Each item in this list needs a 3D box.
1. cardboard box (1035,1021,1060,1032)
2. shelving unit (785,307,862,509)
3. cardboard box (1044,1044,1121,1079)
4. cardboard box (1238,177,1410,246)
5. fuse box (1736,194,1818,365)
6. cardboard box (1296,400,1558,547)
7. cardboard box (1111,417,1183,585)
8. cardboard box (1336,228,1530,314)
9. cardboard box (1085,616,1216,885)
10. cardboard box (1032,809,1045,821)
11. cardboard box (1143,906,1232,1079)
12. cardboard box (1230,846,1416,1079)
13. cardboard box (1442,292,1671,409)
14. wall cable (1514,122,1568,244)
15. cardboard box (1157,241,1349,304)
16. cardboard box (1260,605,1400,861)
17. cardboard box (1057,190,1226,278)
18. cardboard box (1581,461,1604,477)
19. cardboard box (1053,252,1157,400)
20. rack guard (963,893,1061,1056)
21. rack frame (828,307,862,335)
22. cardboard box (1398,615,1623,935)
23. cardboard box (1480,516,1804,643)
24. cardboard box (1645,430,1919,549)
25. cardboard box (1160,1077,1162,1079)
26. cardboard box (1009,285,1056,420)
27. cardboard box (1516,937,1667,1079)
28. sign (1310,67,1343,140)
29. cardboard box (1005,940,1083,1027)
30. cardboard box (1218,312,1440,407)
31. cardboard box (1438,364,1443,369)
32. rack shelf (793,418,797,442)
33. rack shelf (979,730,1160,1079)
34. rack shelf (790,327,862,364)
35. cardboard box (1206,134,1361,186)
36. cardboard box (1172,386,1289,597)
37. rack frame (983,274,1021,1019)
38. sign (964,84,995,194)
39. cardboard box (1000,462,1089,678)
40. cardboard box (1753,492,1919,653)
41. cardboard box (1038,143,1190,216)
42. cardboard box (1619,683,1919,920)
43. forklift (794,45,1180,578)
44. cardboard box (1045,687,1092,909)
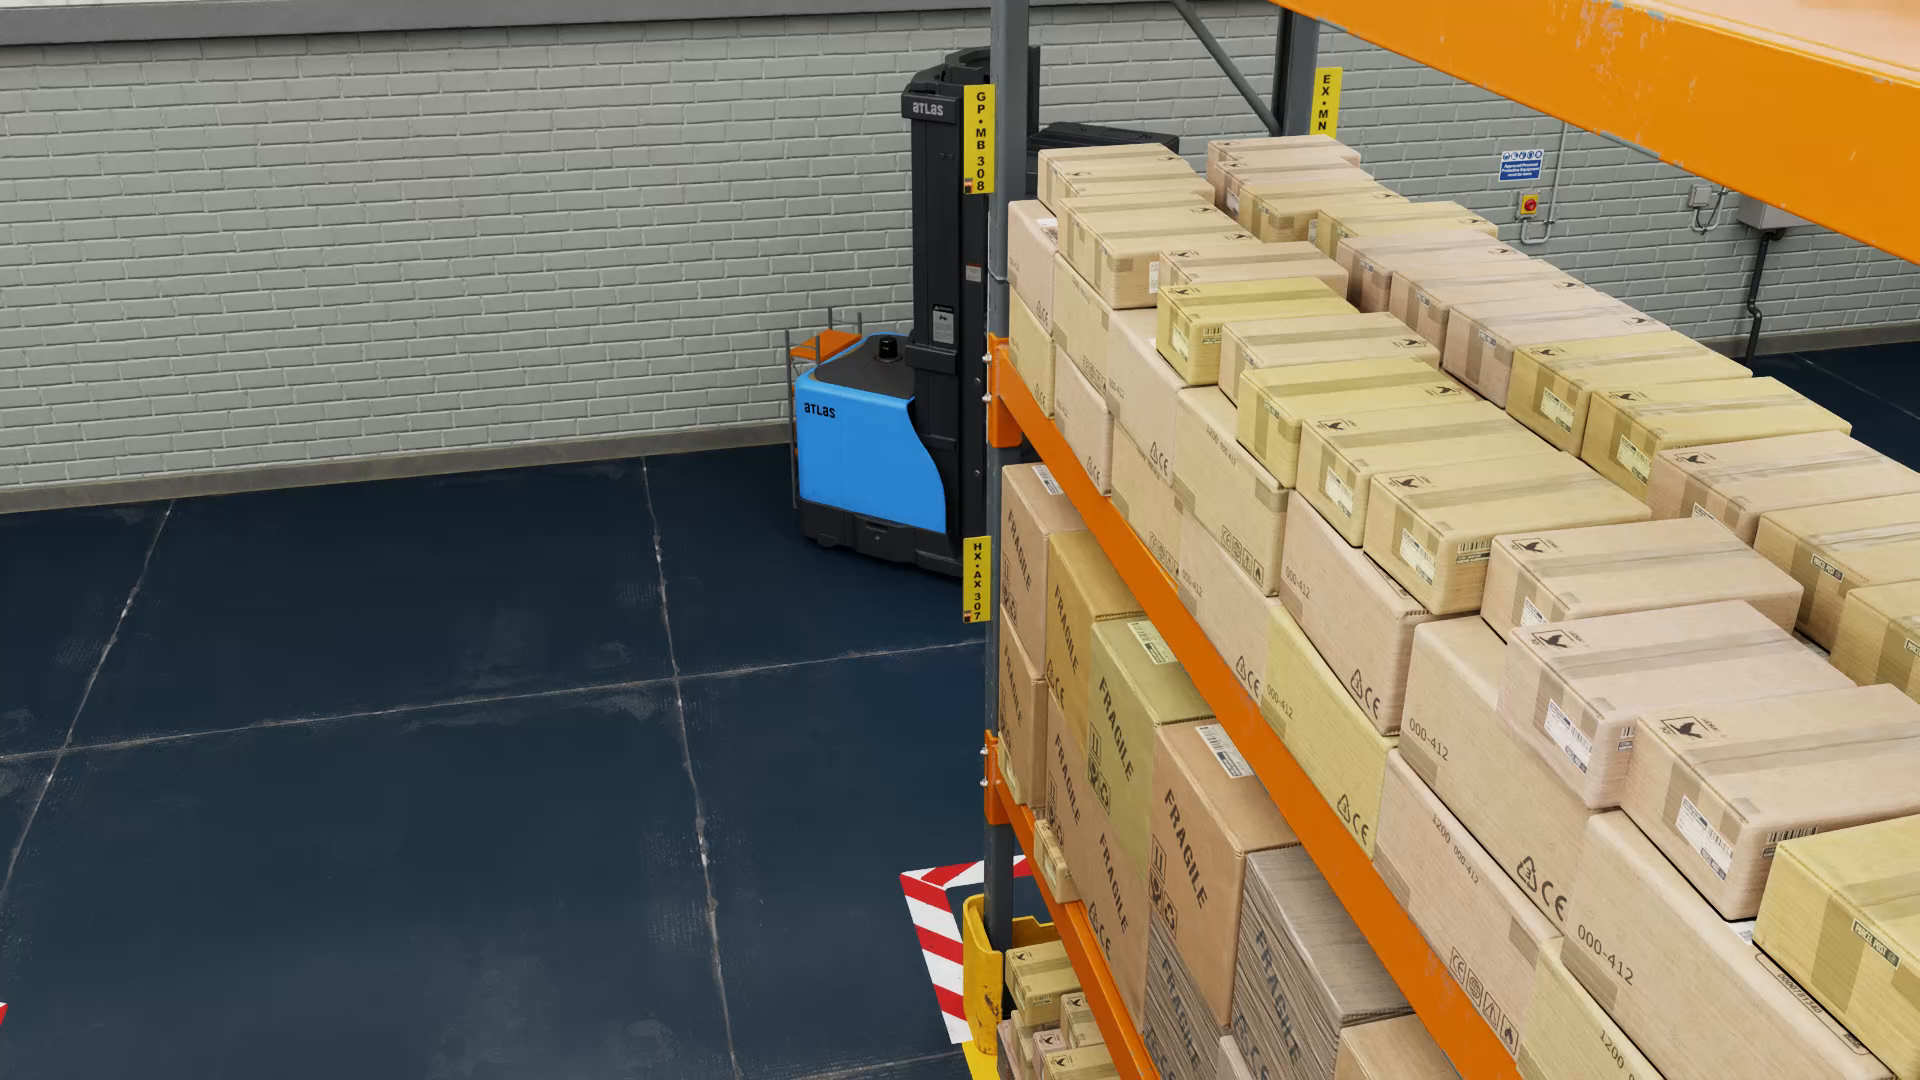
[{"bbox_3d":[0.458,1.676,5.968,0.380,0.149,0.250,-5,27,-9],"label":"cardboard box"},{"bbox_3d":[-0.841,-0.814,10.530,0.258,1.200,0.503,14,30,25],"label":"shelving unit"},{"bbox_3d":[0.489,1.784,5.423,0.380,0.149,0.250,-6,27,-12],"label":"cardboard box"},{"bbox_3d":[0.970,-0.859,4.462,0.380,0.149,0.250,-7,28,-13],"label":"cardboard box"},{"bbox_3d":[6.176,-2.126,12.564,0.539,1.711,0.414,-6,27,-12],"label":"fuse box"},{"bbox_3d":[0.838,-0.124,3.007,0.380,0.149,0.250,-6,27,-12],"label":"cardboard box"},{"bbox_3d":[0.686,-0.125,4.006,0.500,0.250,0.500,-7,28,-13],"label":"cardboard box"},{"bbox_3d":[1.134,-0.636,4.022,0.380,0.149,0.250,-7,28,-13],"label":"cardboard box"},{"bbox_3d":[0.648,0.520,4.341,0.500,0.500,0.500,-7,28,-13],"label":"cardboard box"},{"bbox_3d":[0.442,0.863,5.490,0.380,0.149,0.250,-5,27,-10],"label":"cardboard box"},{"bbox_3d":[0.787,1.187,4.128,0.500,0.500,0.500,-7,28,-13],"label":"cardboard box"},{"bbox_3d":[0.899,0.969,3.451,0.500,0.500,0.500,-5,27,-10],"label":"cardboard box"},{"bbox_3d":[1.277,-0.412,3.577,0.380,0.149,0.250,-7,28,-13],"label":"cardboard box"},{"bbox_3d":[4.097,-3.020,11.742,0.585,1.953,0.123,-6,27,-12],"label":"wall cable"},{"bbox_3d":[0.687,-0.591,3.932,0.380,0.149,0.250,-5,27,-10],"label":"cardboard box"},{"bbox_3d":[0.902,0.320,3.124,0.500,0.250,0.500,-6,27,-12],"label":"cardboard box"},{"bbox_3d":[0.471,-0.800,4.346,0.380,0.149,0.250,-6,27,-12],"label":"cardboard box"},{"bbox_3d":[1.409,0.051,3.102,0.500,0.250,0.500,-5,27,-11],"label":"cardboard box"},{"bbox_3d":[0.555,-0.579,4.352,0.500,0.250,0.500,-6,27,-12],"label":"cardboard box"},{"bbox_3d":[0.607,1.617,6.491,1.175,0.500,0.348,-6,27,-12],"label":"rack guard"},{"bbox_3d":[-0.726,-0.910,10.722,0.240,1.200,0.015,14,30,25],"label":"rack frame"},{"bbox_3d":[1.034,0.322,2.566,0.500,0.250,0.500,-7,28,-14],"label":"cardboard box"},{"bbox_3d":[1.045,0.096,2.572,0.380,0.149,0.250,-5,27,-10],"label":"cardboard box"},{"bbox_3d":[1.429,-0.059,2.879,0.380,0.149,0.250,-7,28,-13],"label":"cardboard box"},{"bbox_3d":[0.745,1.435,4.357,0.380,0.149,0.250,-5,27,-10],"label":"cardboard box"},{"bbox_3d":[0.442,-0.581,4.910,0.500,0.250,0.500,-5,27,-10],"label":"cardboard box"},{"bbox_3d":[1.118,0.764,2.246,0.500,0.250,0.500,-5,27,-10],"label":"cardboard box"},{"bbox_3d":[1.136,-1.314,5.213,0.100,0.325,0.005,-6,27,-12],"label":"sign"},{"bbox_3d":[0.377,1.552,5.884,0.380,0.149,0.250,-7,28,-14],"label":"cardboard box"},{"bbox_3d":[0.763,-0.355,3.465,0.380,0.149,0.250,-5,27,-10],"label":"cardboard box"},{"bbox_3d":[1.171,-0.402,3.999,0.500,0.250,0.500,-6,27,-11],"label":"cardboard box"},{"bbox_3d":[-0.841,-0.754,10.561,0.258,0.148,0.480,14,30,25],"label":"rack shelf"},{"bbox_3d":[1.041,1.667,4.417,1.077,0.370,4.000,-6,27,-12],"label":"rack shelf"},{"bbox_3d":[-0.841,-1.164,10.353,0.258,0.148,0.480,14,30,25],"label":"rack shelf"},{"bbox_3d":[0.952,-1.089,4.920,0.380,0.149,0.250,-6,27,-12],"label":"cardboard box"},{"bbox_3d":[0.772,-0.134,3.470,0.500,0.250,0.500,-7,28,-14],"label":"cardboard box"},{"bbox_3d":[0.590,0.468,5.994,1.000,3.000,0.127,-6,27,-12],"label":"rack frame"},{"bbox_3d":[0.062,-1.206,5.012,0.100,0.325,0.005,-6,27,-12],"label":"sign"},{"bbox_3d":[0.433,0.068,5.236,0.500,0.500,0.500,-6,27,-12],"label":"cardboard box"},{"bbox_3d":[1.507,0.052,2.658,0.380,0.149,0.250,-7,28,-13],"label":"cardboard box"},{"bbox_3d":[0.441,-1.040,4.822,0.380,0.149,0.250,-6,27,-12],"label":"cardboard box"},{"bbox_3d":[1.085,0.326,2.116,0.380,0.149,0.250,-5,27,-10],"label":"cardboard box"},{"bbox_3d":[0.554,-1.174,9.323,3.031,2.935,1.130,14,30,25],"label":"forklift"},{"bbox_3d":[0.568,0.748,4.998,0.500,0.500,0.500,-6,27,-11],"label":"cardboard box"}]
